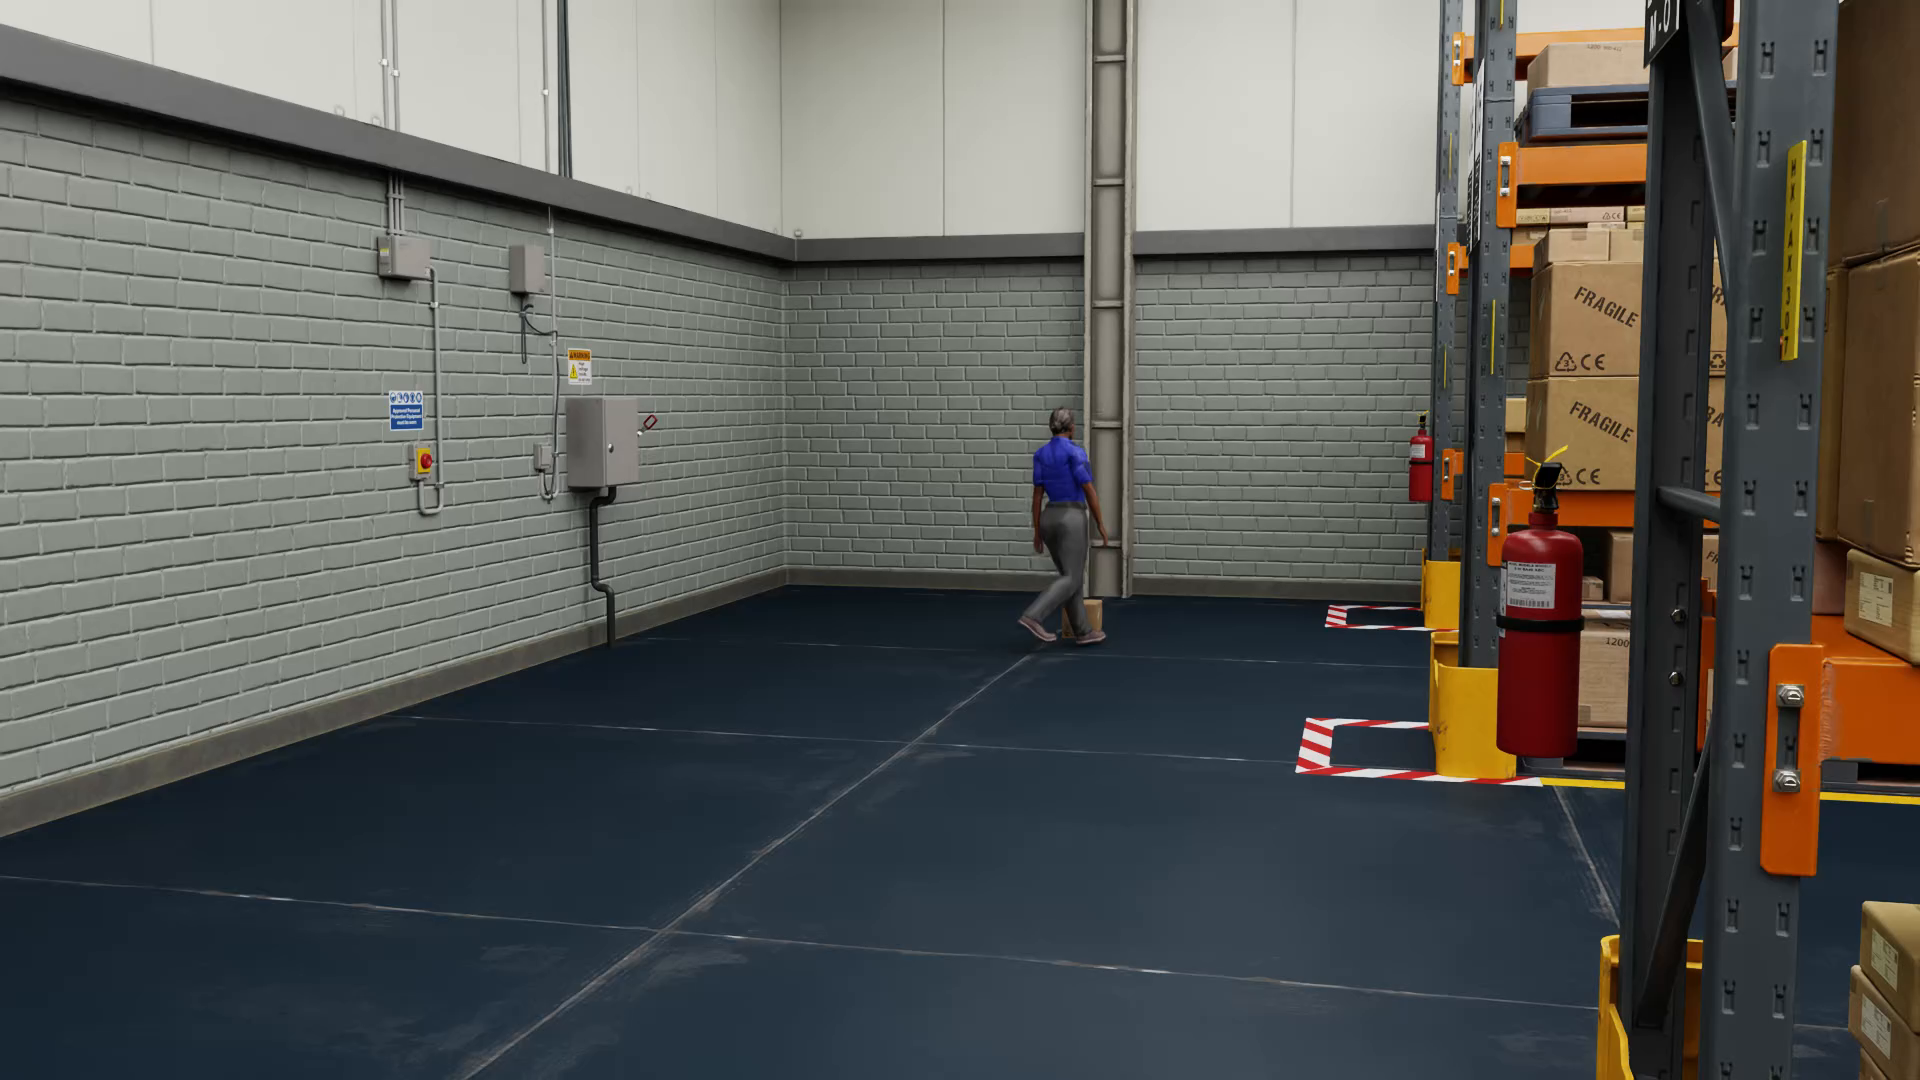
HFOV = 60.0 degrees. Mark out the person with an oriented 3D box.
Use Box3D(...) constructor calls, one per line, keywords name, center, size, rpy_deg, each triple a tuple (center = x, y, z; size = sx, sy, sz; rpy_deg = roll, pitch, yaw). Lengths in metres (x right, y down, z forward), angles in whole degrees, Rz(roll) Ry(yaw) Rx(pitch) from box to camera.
Box3D(name="person", center=(0.697, -0.087, 11.267), size=(0.846, 1.632, 0.532), rpy_deg=(-4, 7, -42))
